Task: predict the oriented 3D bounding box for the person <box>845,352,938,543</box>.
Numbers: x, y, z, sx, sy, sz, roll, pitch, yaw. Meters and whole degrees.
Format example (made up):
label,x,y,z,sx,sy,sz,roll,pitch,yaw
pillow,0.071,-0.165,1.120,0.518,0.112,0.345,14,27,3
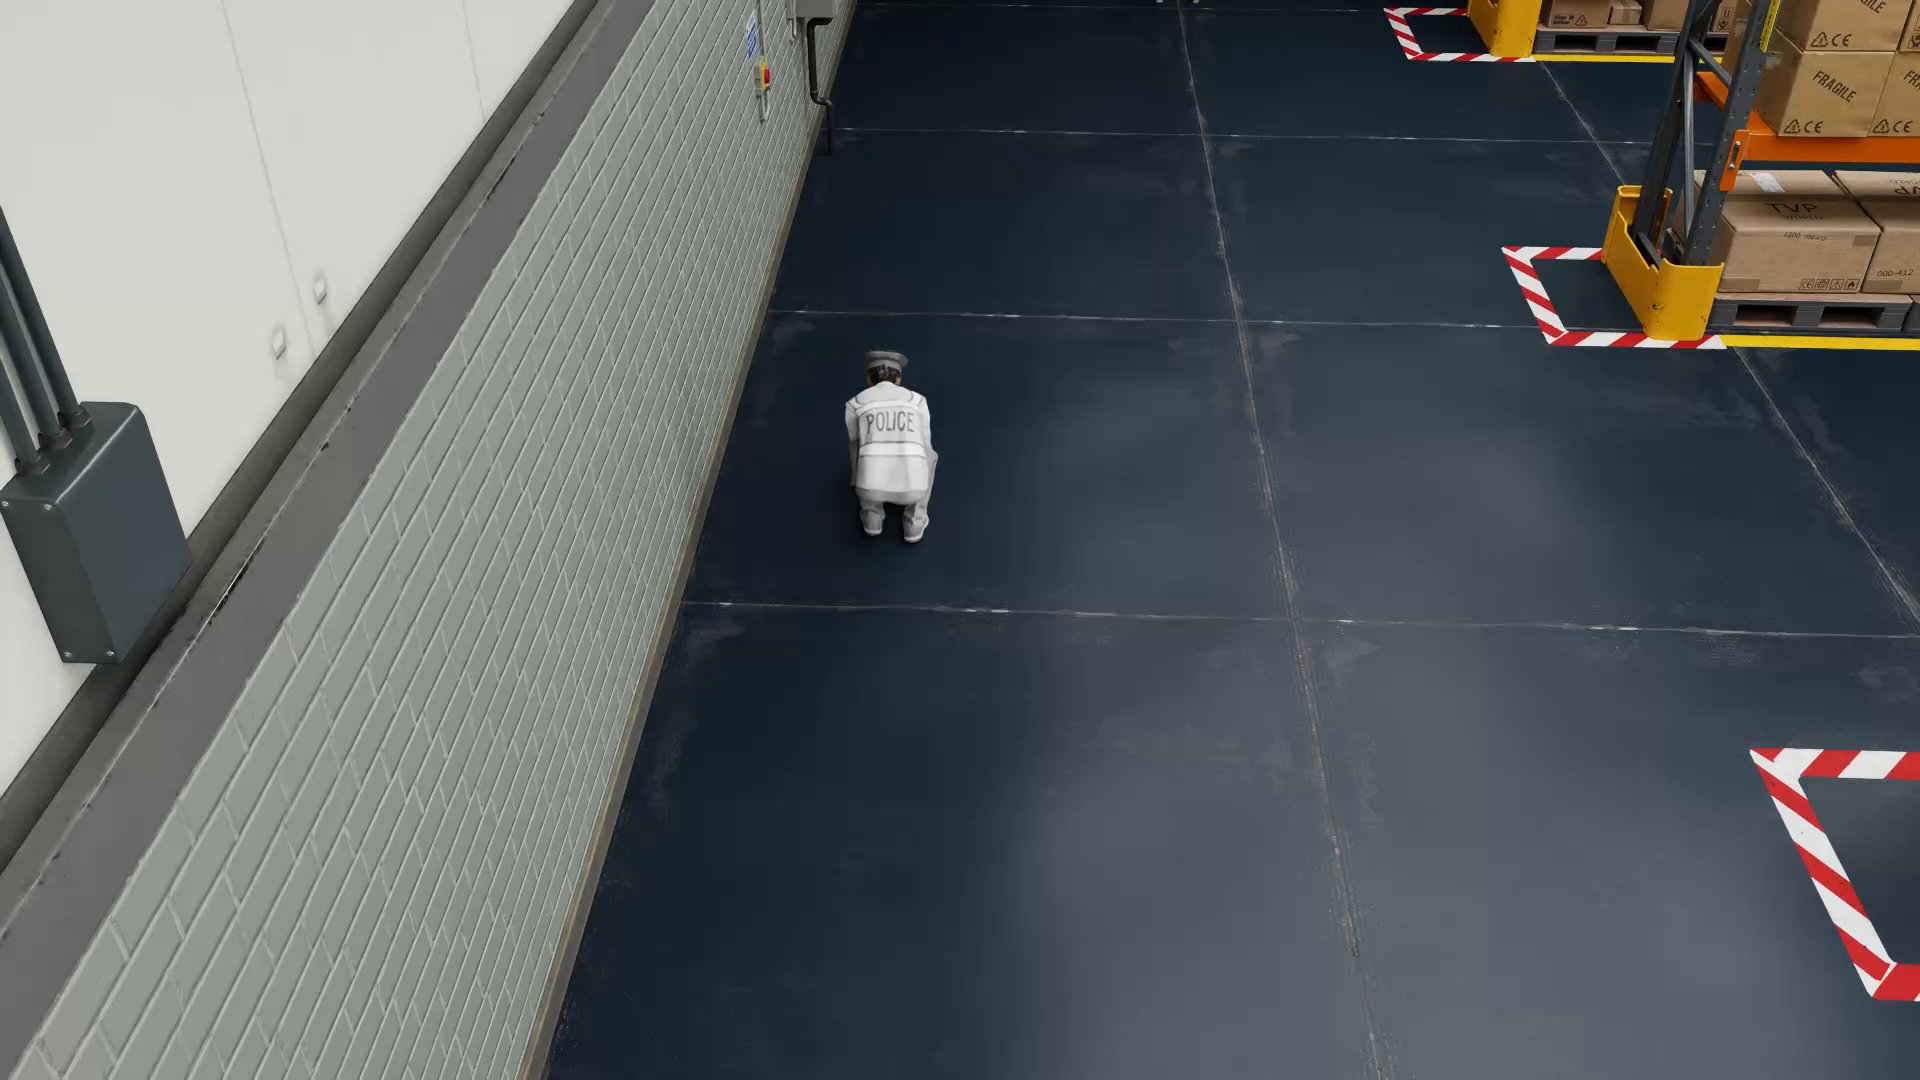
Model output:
label,x,y,z,sx,sy,sz,roll,pitch,yaw
person,-0.353,-0.462,8.530,0.473,0.851,0.868,1,36,2
